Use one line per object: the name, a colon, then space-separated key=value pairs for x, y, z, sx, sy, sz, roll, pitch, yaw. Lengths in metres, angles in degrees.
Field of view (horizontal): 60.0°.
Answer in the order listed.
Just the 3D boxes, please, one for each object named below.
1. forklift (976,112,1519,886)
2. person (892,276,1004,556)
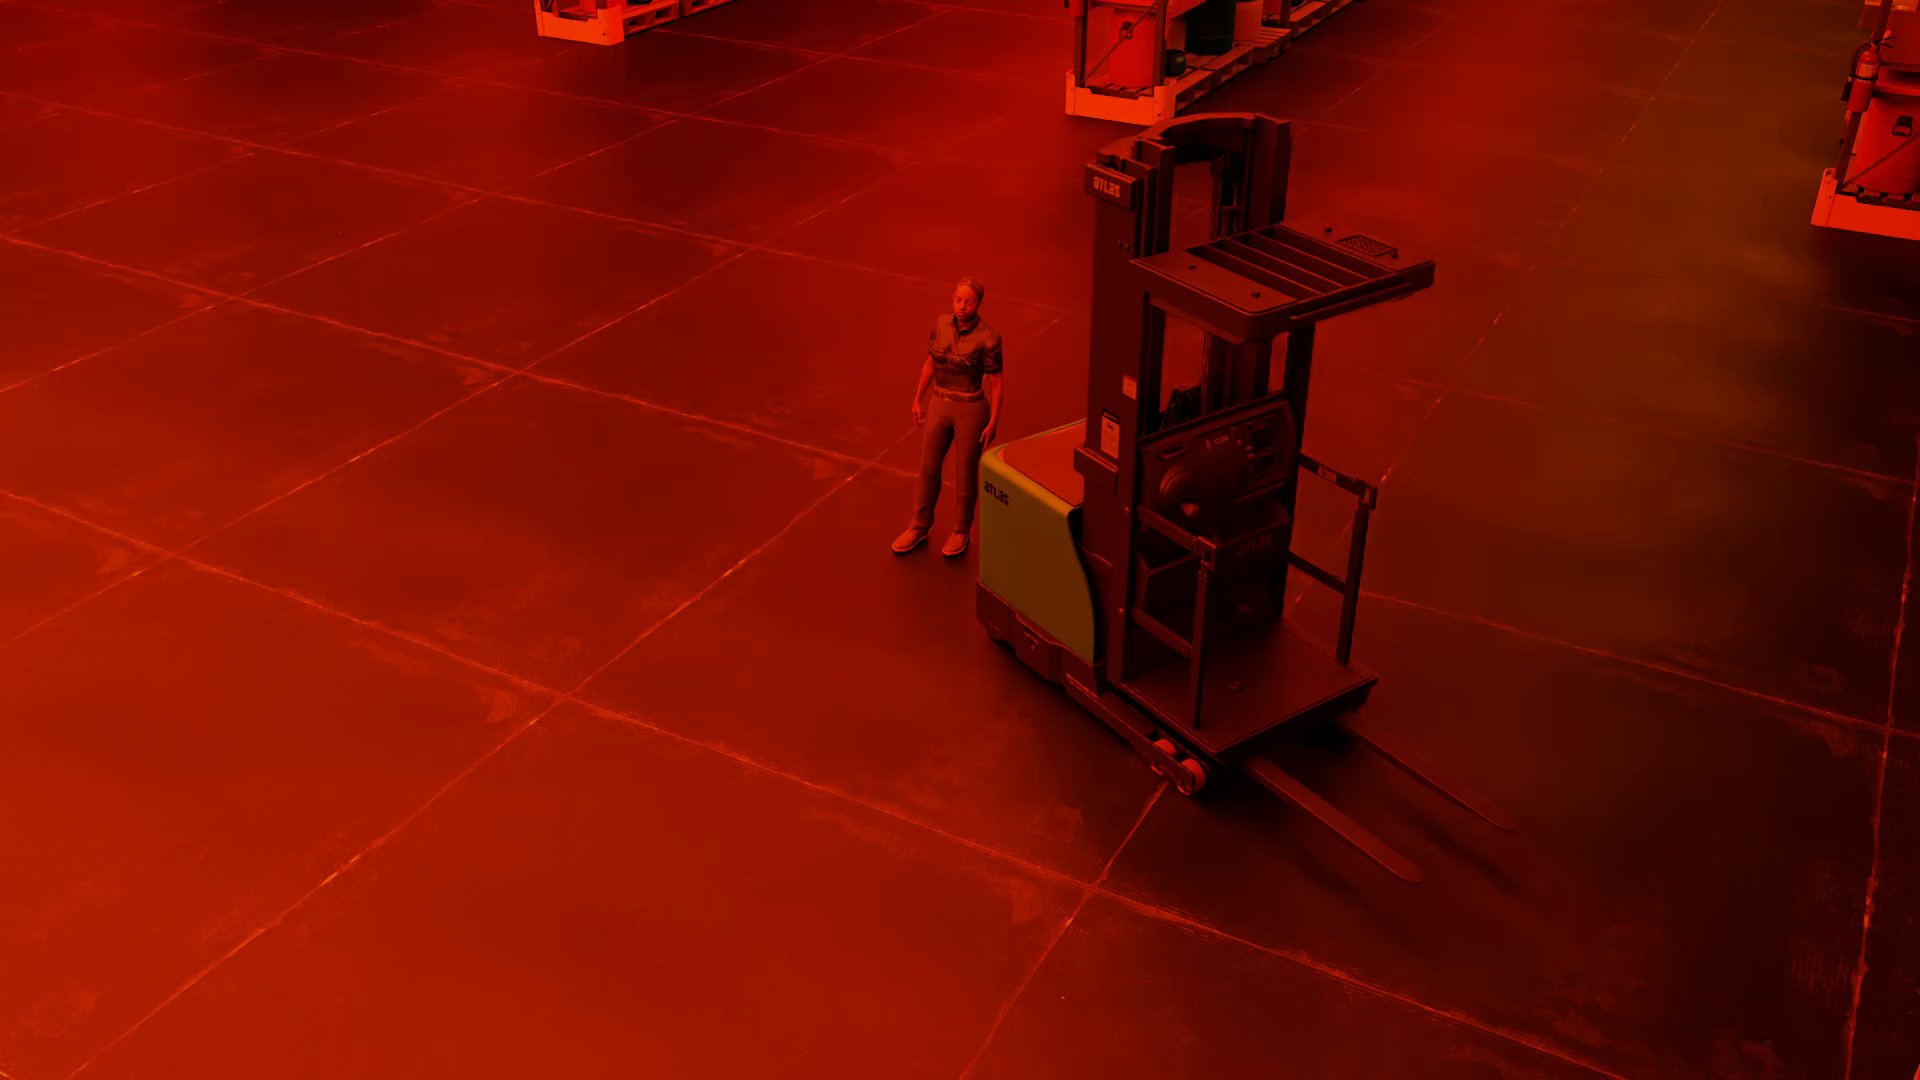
forklift: x=1.340 y=-0.334 z=7.649 sx=1.130 sy=2.935 sz=3.031 roll=-19 pitch=35 yaw=-30
person: x=-0.060 y=-0.689 z=9.527 sx=0.570 sy=1.657 sz=0.502 roll=15 pitch=33 yaw=25
